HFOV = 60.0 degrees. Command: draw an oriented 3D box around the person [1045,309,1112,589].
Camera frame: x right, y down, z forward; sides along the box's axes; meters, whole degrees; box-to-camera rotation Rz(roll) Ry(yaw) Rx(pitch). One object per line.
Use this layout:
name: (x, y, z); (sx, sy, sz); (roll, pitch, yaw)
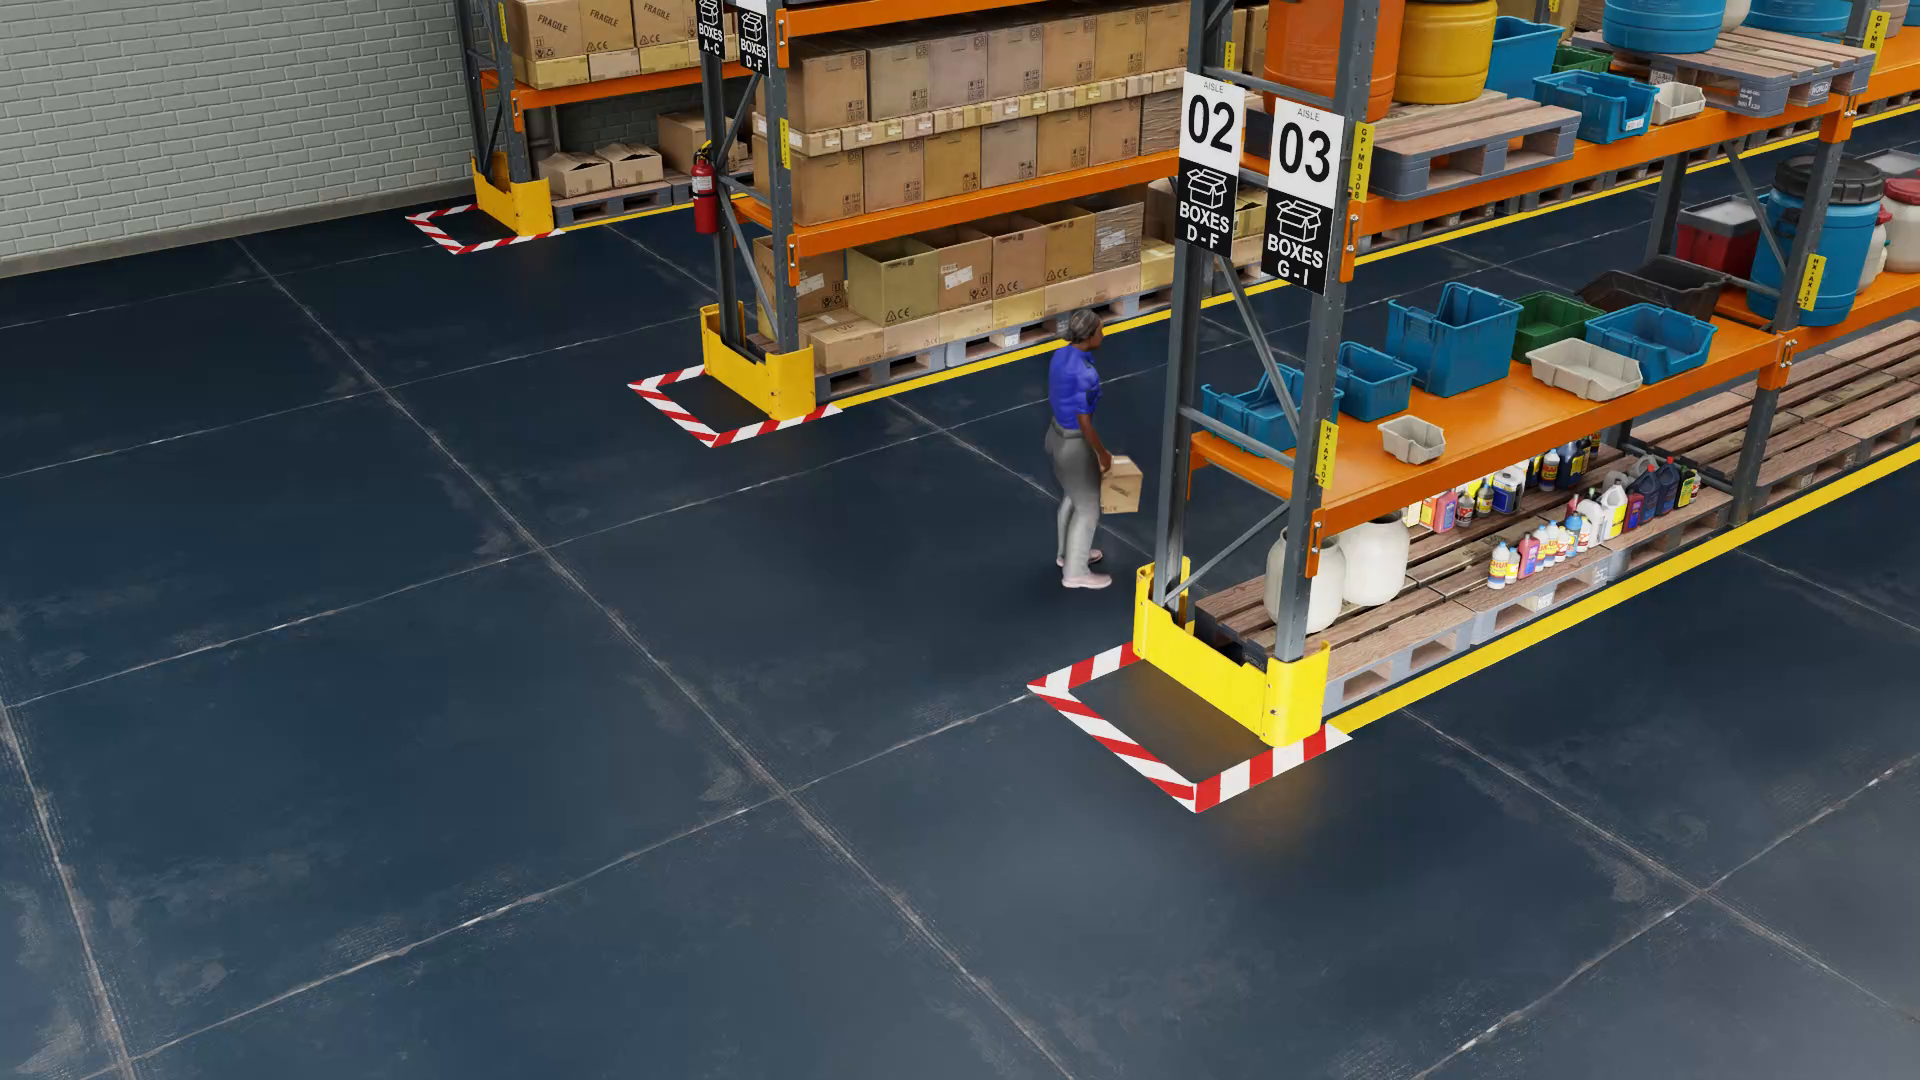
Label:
person: (0.705, -0.541, 9.610); (0.398, 1.660, 0.492); (-8, 30, -15)
